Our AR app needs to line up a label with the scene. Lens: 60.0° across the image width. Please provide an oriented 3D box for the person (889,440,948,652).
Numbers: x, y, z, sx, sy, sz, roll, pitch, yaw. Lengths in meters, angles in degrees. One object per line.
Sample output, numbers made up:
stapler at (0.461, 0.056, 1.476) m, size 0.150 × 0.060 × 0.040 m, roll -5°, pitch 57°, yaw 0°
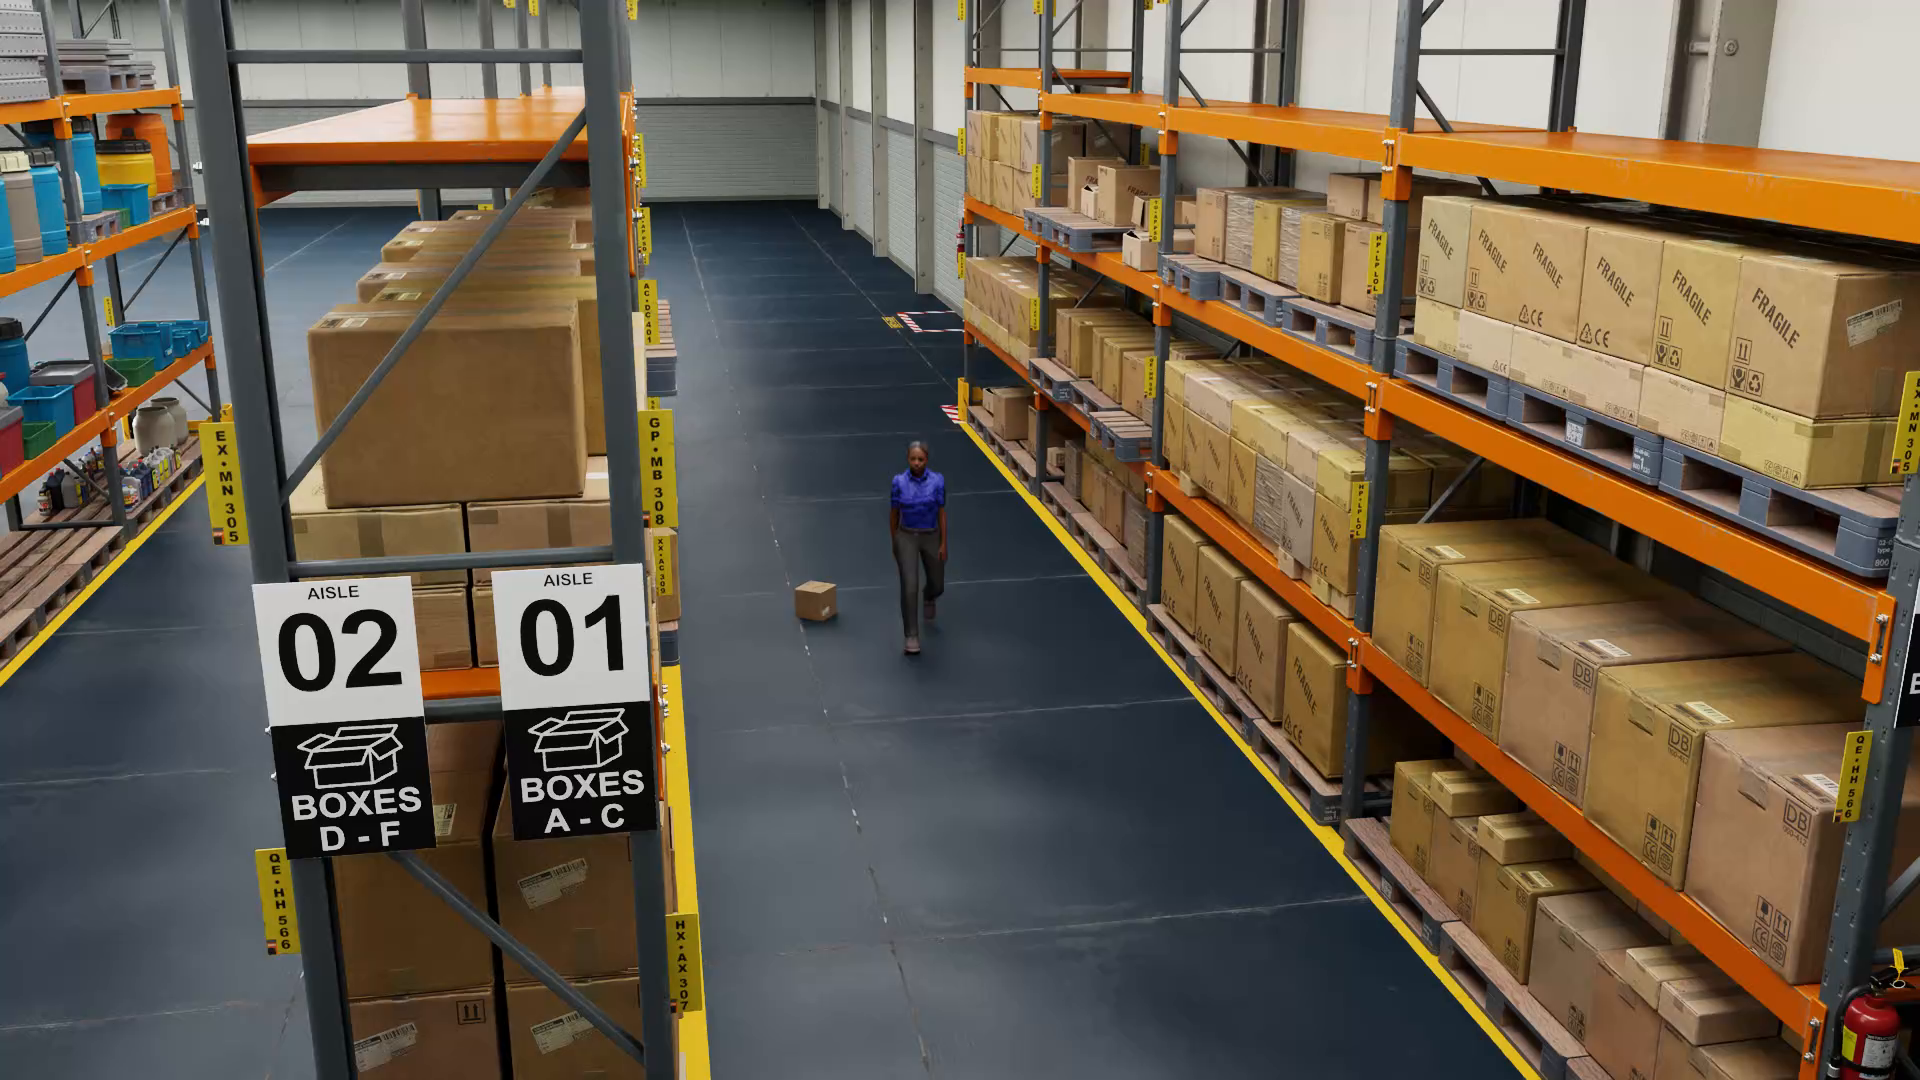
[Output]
person at (-0.331, -0.008, 13.043) m, size 0.450 × 1.633 × 0.776 m, roll -2°, pitch 17°, yaw -7°
